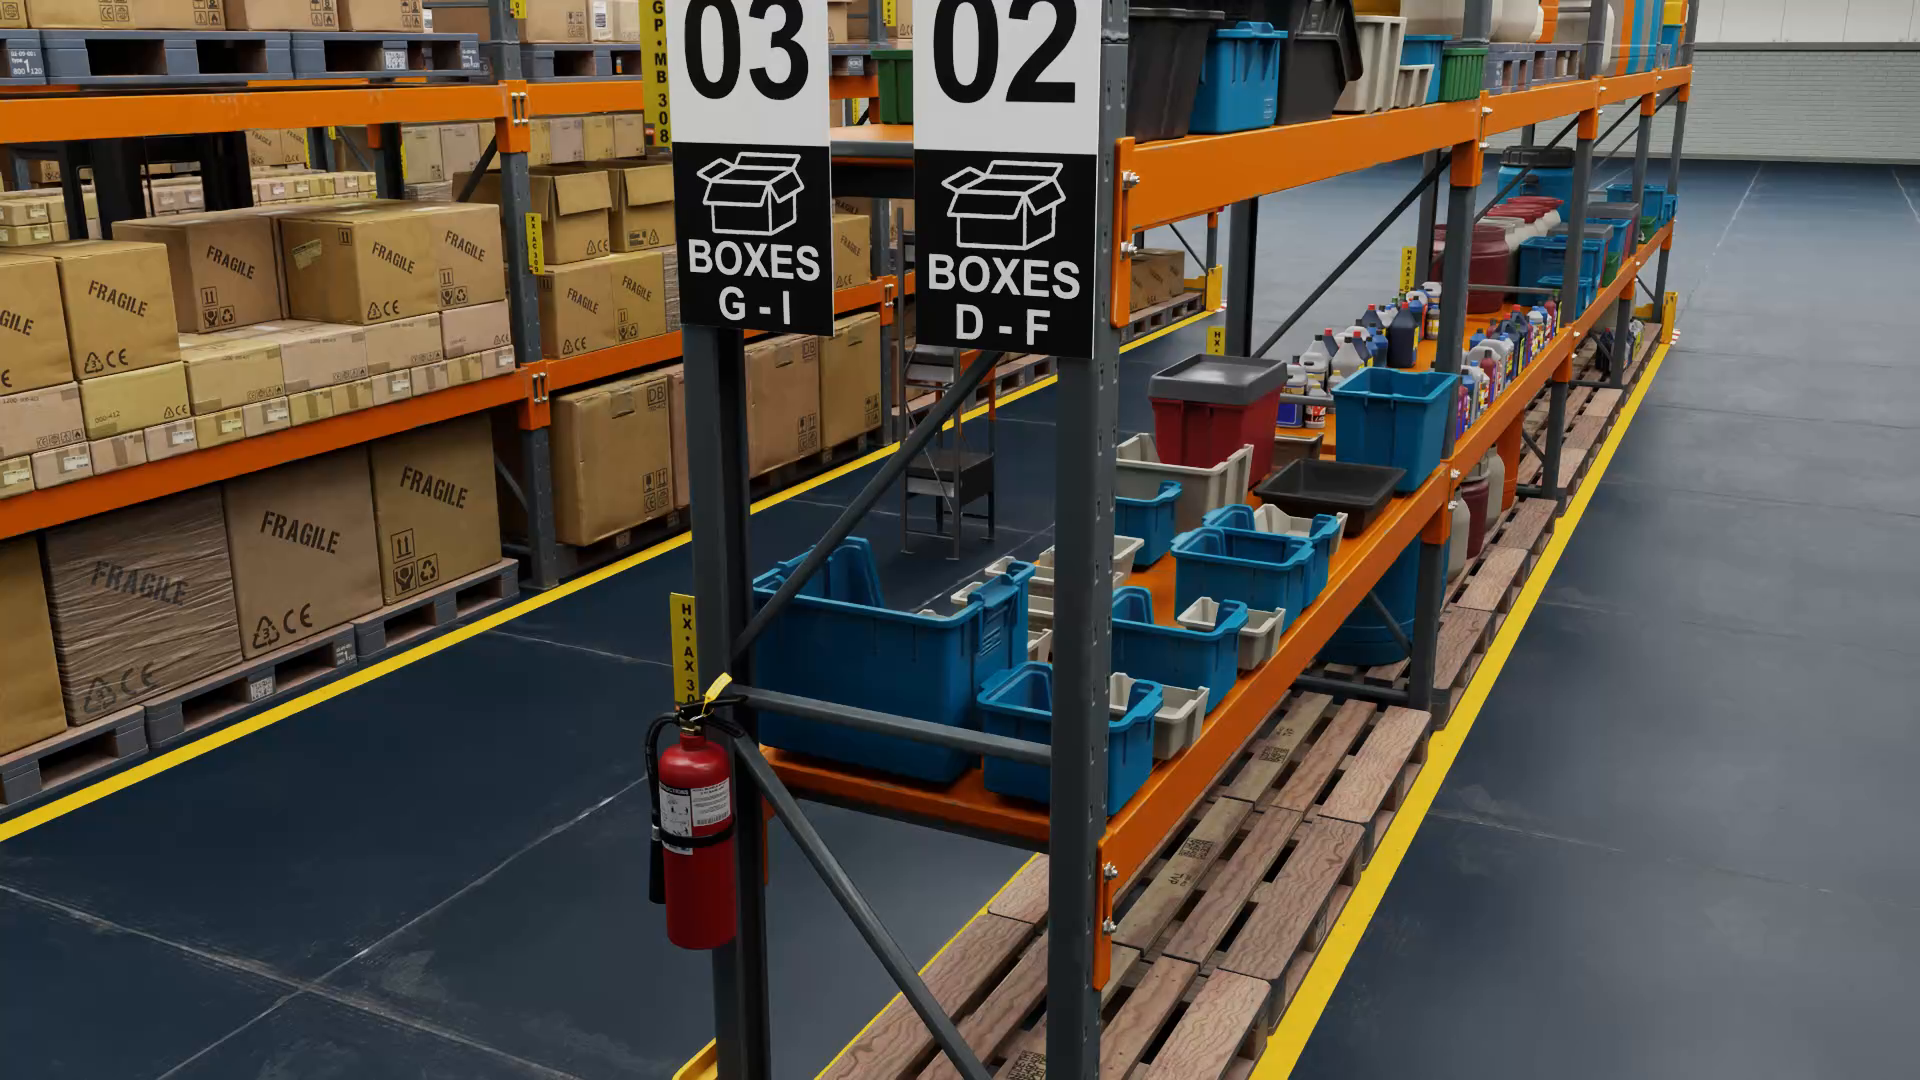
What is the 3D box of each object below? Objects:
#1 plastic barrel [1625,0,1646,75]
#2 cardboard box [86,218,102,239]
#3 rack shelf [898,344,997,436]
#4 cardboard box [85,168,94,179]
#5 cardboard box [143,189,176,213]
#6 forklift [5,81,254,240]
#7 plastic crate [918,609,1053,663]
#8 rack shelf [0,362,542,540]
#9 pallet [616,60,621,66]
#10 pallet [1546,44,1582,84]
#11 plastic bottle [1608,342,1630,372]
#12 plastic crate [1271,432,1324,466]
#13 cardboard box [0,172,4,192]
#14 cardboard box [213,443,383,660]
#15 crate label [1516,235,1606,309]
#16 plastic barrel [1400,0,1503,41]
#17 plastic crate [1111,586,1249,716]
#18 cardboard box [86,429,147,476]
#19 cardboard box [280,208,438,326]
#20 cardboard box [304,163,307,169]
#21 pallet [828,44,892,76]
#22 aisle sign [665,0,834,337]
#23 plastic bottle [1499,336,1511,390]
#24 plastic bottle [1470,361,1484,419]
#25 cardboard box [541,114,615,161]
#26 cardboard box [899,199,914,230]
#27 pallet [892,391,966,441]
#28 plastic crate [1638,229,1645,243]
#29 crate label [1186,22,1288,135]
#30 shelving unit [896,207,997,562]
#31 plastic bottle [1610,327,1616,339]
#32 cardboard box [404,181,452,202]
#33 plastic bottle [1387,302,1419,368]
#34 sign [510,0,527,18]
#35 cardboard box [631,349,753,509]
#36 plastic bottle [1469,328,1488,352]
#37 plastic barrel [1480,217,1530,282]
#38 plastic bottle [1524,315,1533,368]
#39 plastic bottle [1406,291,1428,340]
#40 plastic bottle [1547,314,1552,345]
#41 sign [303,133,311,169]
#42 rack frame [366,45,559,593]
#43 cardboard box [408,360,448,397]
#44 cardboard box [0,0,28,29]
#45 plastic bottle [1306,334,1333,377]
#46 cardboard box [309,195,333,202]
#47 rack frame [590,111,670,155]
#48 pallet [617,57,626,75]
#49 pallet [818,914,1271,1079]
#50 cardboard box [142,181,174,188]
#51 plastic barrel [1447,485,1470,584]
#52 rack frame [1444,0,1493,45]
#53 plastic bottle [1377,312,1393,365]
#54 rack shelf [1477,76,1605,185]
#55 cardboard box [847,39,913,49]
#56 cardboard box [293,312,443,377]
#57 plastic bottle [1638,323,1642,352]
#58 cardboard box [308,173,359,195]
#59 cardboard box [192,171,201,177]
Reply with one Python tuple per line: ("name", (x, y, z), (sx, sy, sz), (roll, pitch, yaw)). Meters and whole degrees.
("plastic barrel", (4.596, -3.812, 11.941), (0.600, 0.901, 0.708), (8, 18, 25))
("cardboard box", (-6.368, -2.270, 12.081), (0.380, 0.149, 0.250), (9, 19, 27))
("rack shelf", (-0.074, -0.951, 10.087), (0.431, 0.518, 0.480), (8, 18, 25))
("cardboard box", (-9.236, -4.107, 17.647), (0.500, 0.500, 0.500), (9, 19, 28))
("cardboard box", (-6.133, -2.546, 12.488), (0.380, 0.149, 0.250), (8, 18, 25))
("forklift", (-5.350, -1.645, 10.914), (3.031, 2.935, 1.130), (11, 20, 34))
("plastic crate", (0.054, 0.300, 4.605), (0.396, 0.136, 0.243), (8, 18, 25))
("rack shelf", (-3.686, -0.362, 7.738), (1.077, 0.370, 4.000), (8, 18, 25))
("pallet", (-3.975, -5.017, 17.216), (0.805, 0.209, 1.217), (7, 18, 23))
("pallet", (2.997, -2.770, 9.646), (1.003, 0.211, 1.213), (8, 18, 25))
("plastic bottle", (5.868, -1.640, 14.790), (0.152, 0.276, 0.135), (9, 19, 27))
("plastic crate", (1.303, -0.388, 6.921), (0.396, 0.136, 0.243), (8, 18, 25))
("cardboard box", (-9.860, -3.508, 16.452), (0.500, 0.250, 0.500), (8, 18, 25))
("cardboard box", (-3.561, -0.012, 8.290), (0.875, 0.875, 0.875), (8, 18, 25))
("crate label", (4.112, -1.841, 11.391), (0.502, 0.435, 0.616), (8, 18, 25))
("plastic barrel", (2.098, -2.393, 7.067), (0.433, 0.535, 0.433), (0, 17, 0))
("plastic crate", (0.550, 0.296, 4.450), (0.416, 0.233, 0.300), (8, 18, 25))
("cardboard box", (-3.668, -0.387, 7.002), (0.380, 0.149, 0.250), (8, 18, 24))
("cardboard box", (-2.986, -1.368, 8.287), (0.500, 0.500, 0.500), (8, 18, 26))
("cardboard box", (-8.107, -4.850, 20.888), (0.500, 0.500, 0.500), (8, 18, 24))
("pallet", (-1.245, -3.412, 11.806), (1.213, 0.211, 1.003), (9, 19, 28))
("aisle sign", (-0.443, -0.832, 3.493), (0.394, 0.787, 0.004), (8, 18, 25))
("plastic bottle", (2.780, -0.915, 8.562), (0.097, 0.271, 0.097), (0, 17, 0))
("plastic bottle", (2.426, -0.713, 7.883), (0.097, 0.271, 0.097), (0, 17, 0))
("cardboard box", (-4.054, -4.180, 17.396), (0.700, 0.500, 0.500), (8, 18, 24))
("cardboard box", (-0.640, -2.782, 13.709), (0.700, 0.500, 0.500), (11, 20, 33))
("pallet", (-0.655, -1.097, 13.848), (1.003, 0.211, 1.213), (8, 18, 25))
("plastic crate", (5.561, -2.711, 14.493), (0.767, 0.338, 0.504), (8, 18, 25))
("crate label", (0.553, -1.128, 4.046), (0.408, 0.251, 0.502), (8, 18, 25))
("shelving unit", (-0.074, -0.964, 10.083), (0.431, 2.100, 0.503), (8, 18, 25))
("plastic bottle", (6.076, -1.851, 15.498), (0.152, 0.276, 0.135), (8, 18, 25))
("cardboard box", (-4.955, -3.020, 15.248), (0.500, 0.500, 0.500), (8, 18, 26))
("plastic bottle", (2.445, -1.134, 9.160), (0.144, 0.351, 0.185), (8, 18, 25))
("sign", (-2.295, -2.870, 8.603), (0.100, 0.325, 0.005), (8, 18, 25))
("cardboard box", (-2.126, -0.792, 10.918), (1.225, 0.875, 0.875), (7, 18, 23))
("plastic bottle", (2.738, -0.983, 8.791), (0.097, 0.271, 0.097), (0, 17, 0))
("plastic barrel", (3.883, -2.055, 11.979), (0.421, 0.512, 0.421), (0, 17, 0))
("plastic bottle", (3.116, -1.101, 9.167), (0.061, 0.283, 0.133), (8, 18, 25))
("plastic bottle", (2.737, -1.359, 10.048), (0.152, 0.276, 0.135), (8, 18, 25))
("plastic bottle", (3.456, -1.267, 9.869), (0.097, 0.201, 0.097), (0, 17, 0))
("sign", (-5.895, -3.517, 15.063), (0.100, 0.325, 0.005), (8, 18, 25))
("rack frame", (-2.792, -1.216, 9.351), (1.000, 3.000, 0.127), (8, 18, 25))
("cardboard box", (-2.865, -0.846, 8.544), (0.380, 0.149, 0.250), (8, 18, 24))
("cardboard box", (-4.036, -2.200, 6.305), (0.700, 0.500, 0.500), (7, 18, 23))
("plastic bottle", (1.757, -0.838, 8.165), (0.144, 0.351, 0.185), (8, 18, 25))
("cardboard box", (-5.444, -2.796, 13.851), (0.380, 0.149, 0.250), (9, 19, 27))
("rack frame", (-3.610, -3.911, 18.423), (1.000, 3.000, 0.127), (8, 18, 25))
("pallet", (-1.742, -3.127, 10.846), (1.003, 0.211, 1.213), (9, 19, 28))
("pallet", (0.254, 1.564, 4.887), (1.003, 0.211, 1.213), (8, 18, 25))
("cardboard box", (-6.478, -2.767, 13.230), (0.380, 0.149, 0.250), (8, 18, 25))
("plastic barrel", (2.546, -0.044, 9.036), (0.421, 0.512, 0.421), (0, 17, 0))
("rack frame", (1.639, -3.462, 6.375), (1.000, 3.000, 0.127), (8, 18, 25))
("plastic bottle", (2.324, -1.123, 9.255), (0.152, 0.276, 0.135), (8, 18, 25))
("rack shelf", (2.532, -2.189, 8.620), (1.077, 0.370, 4.000), (8, 18, 25))
("cardboard box", (-0.567, -3.688, 12.670), (0.500, 0.250, 0.500), (8, 19, 26))
("cardboard box", (-2.984, -1.009, 8.394), (0.500, 0.250, 0.500), (9, 19, 27))
("plastic bottle", (6.373, -1.928, 15.759), (0.152, 0.276, 0.135), (8, 18, 24))
("cardboard box", (-5.320, -3.011, 14.053), (0.380, 0.149, 0.250), (8, 18, 25))
("cardboard box", (-8.745, -4.117, 18.822), (0.380, 0.149, 0.250), (7, 18, 23))
